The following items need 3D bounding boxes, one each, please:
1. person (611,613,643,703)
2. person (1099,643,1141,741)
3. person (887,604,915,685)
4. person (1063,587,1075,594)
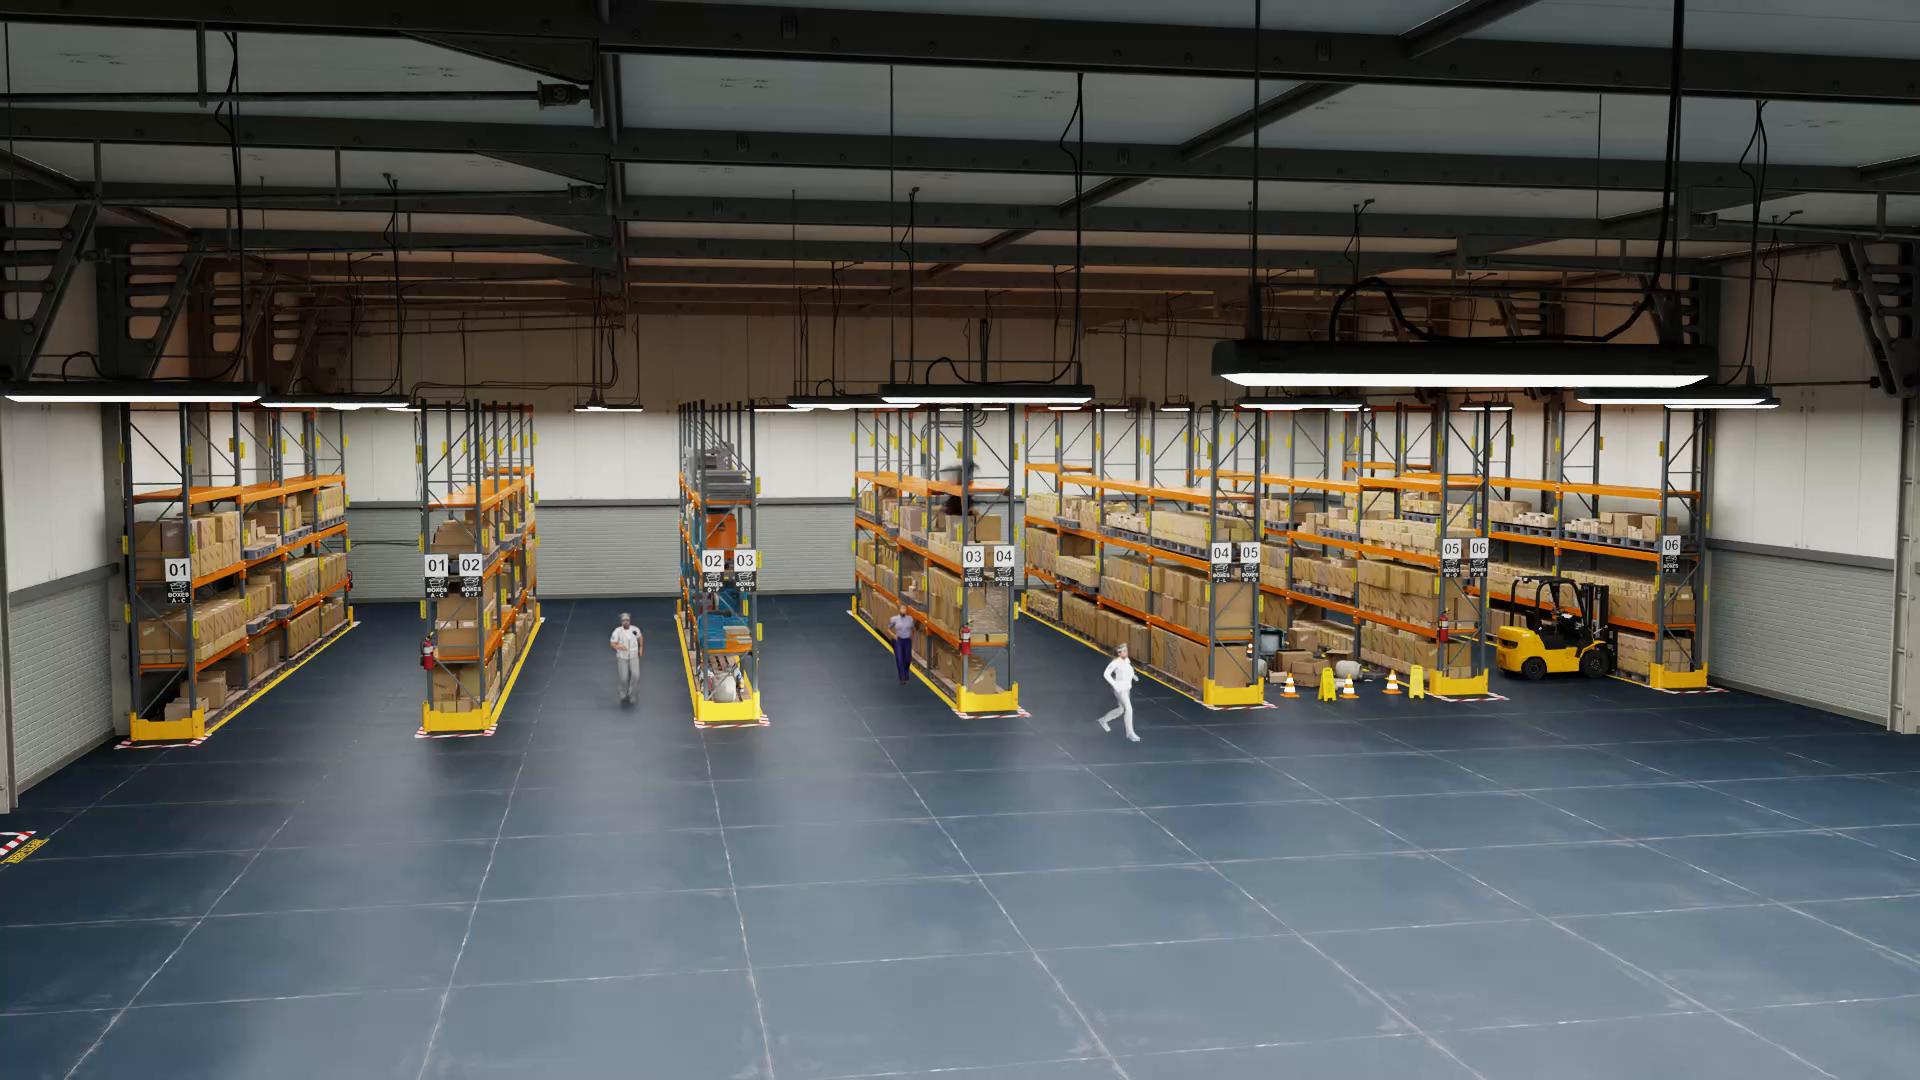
[{"bbox_3d":[-6.630,2.358,33.170,0.665,1.820,0.723,-2,5,-19],"label":"person"},{"bbox_3d":[2.848,2.663,29.419,0.836,1.710,0.604,3,5,36],"label":"person"},{"bbox_3d":[-1.182,2.096,33.625,0.598,1.620,0.552,-1,4,-15],"label":"person"},{"bbox_3d":[3.221,1.176,49.816,0.823,1.650,0.658,3,5,36],"label":"person"}]
